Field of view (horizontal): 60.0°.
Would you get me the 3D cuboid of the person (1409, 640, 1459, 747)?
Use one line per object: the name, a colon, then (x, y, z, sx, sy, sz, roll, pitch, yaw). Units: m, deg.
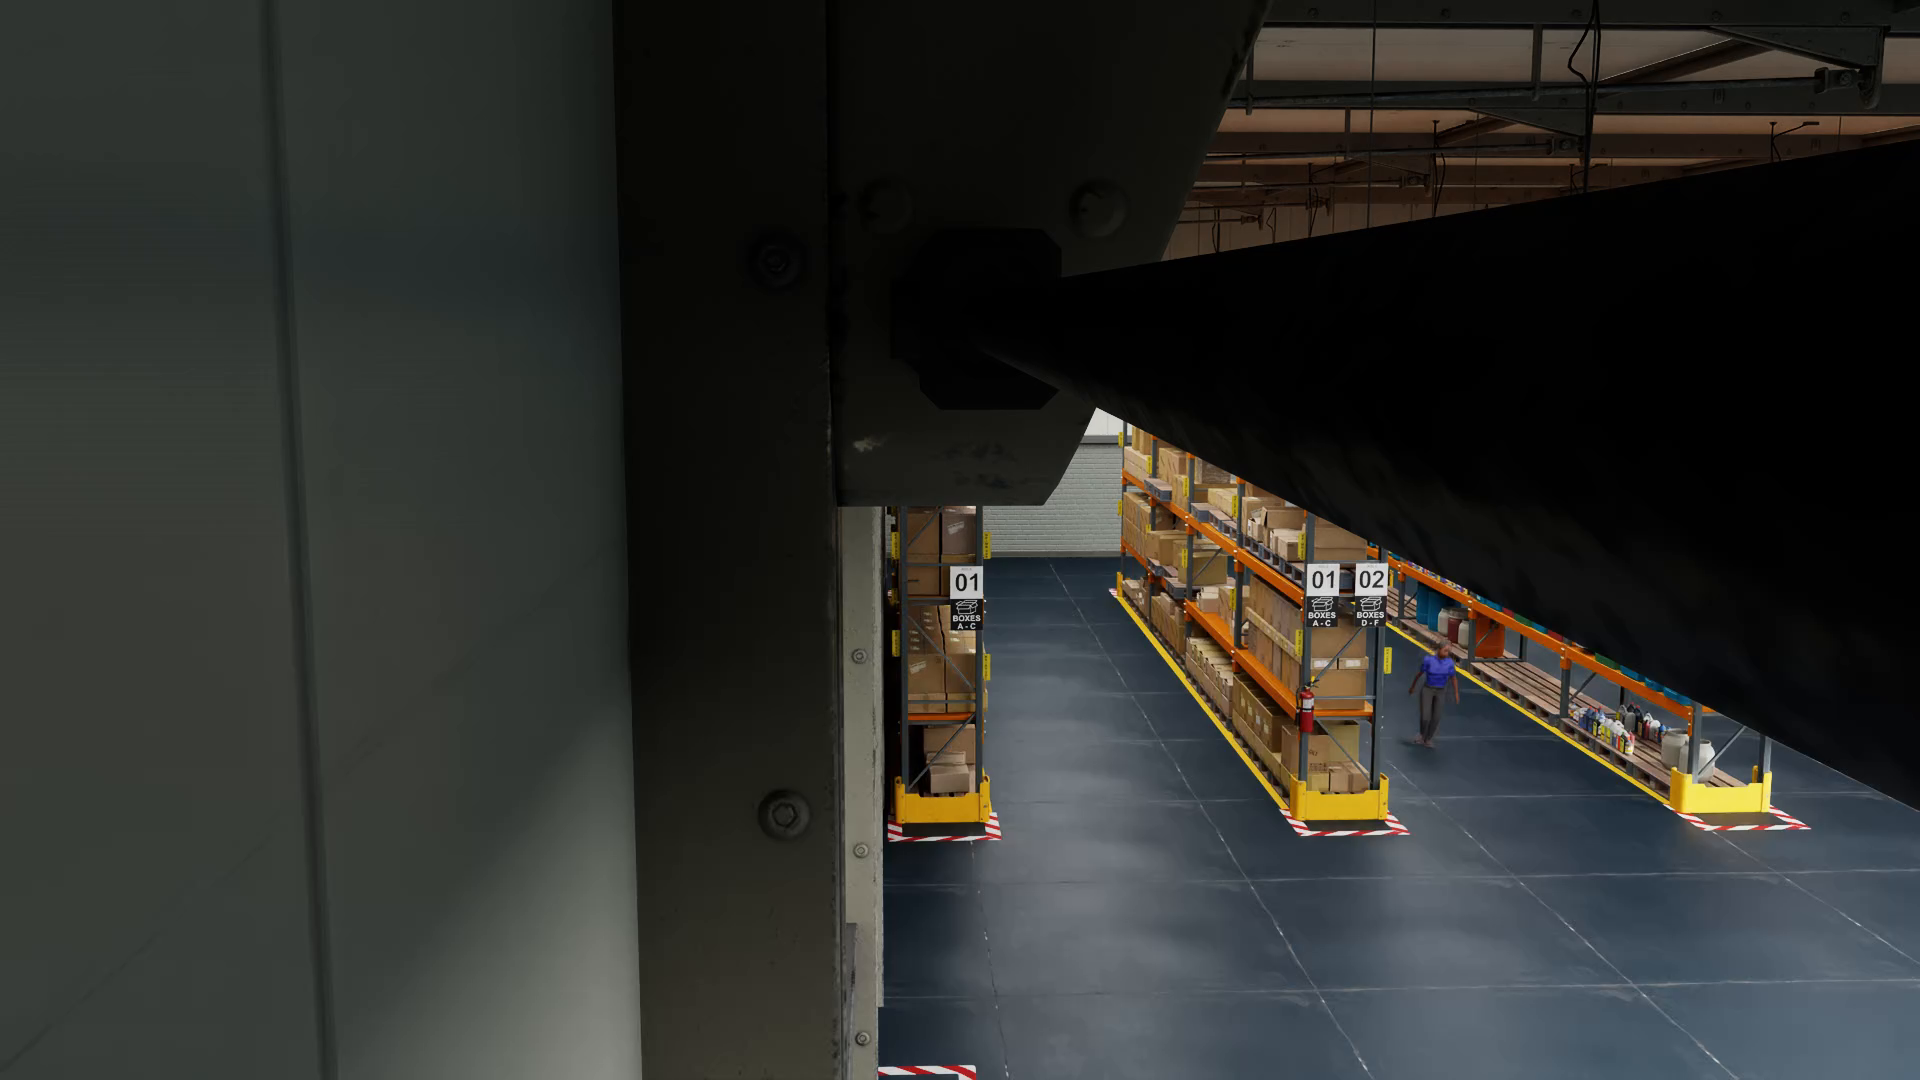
person: (6.795, 2.202, 23.808, 0.600, 1.607, 0.578, 0, 8, -1)
